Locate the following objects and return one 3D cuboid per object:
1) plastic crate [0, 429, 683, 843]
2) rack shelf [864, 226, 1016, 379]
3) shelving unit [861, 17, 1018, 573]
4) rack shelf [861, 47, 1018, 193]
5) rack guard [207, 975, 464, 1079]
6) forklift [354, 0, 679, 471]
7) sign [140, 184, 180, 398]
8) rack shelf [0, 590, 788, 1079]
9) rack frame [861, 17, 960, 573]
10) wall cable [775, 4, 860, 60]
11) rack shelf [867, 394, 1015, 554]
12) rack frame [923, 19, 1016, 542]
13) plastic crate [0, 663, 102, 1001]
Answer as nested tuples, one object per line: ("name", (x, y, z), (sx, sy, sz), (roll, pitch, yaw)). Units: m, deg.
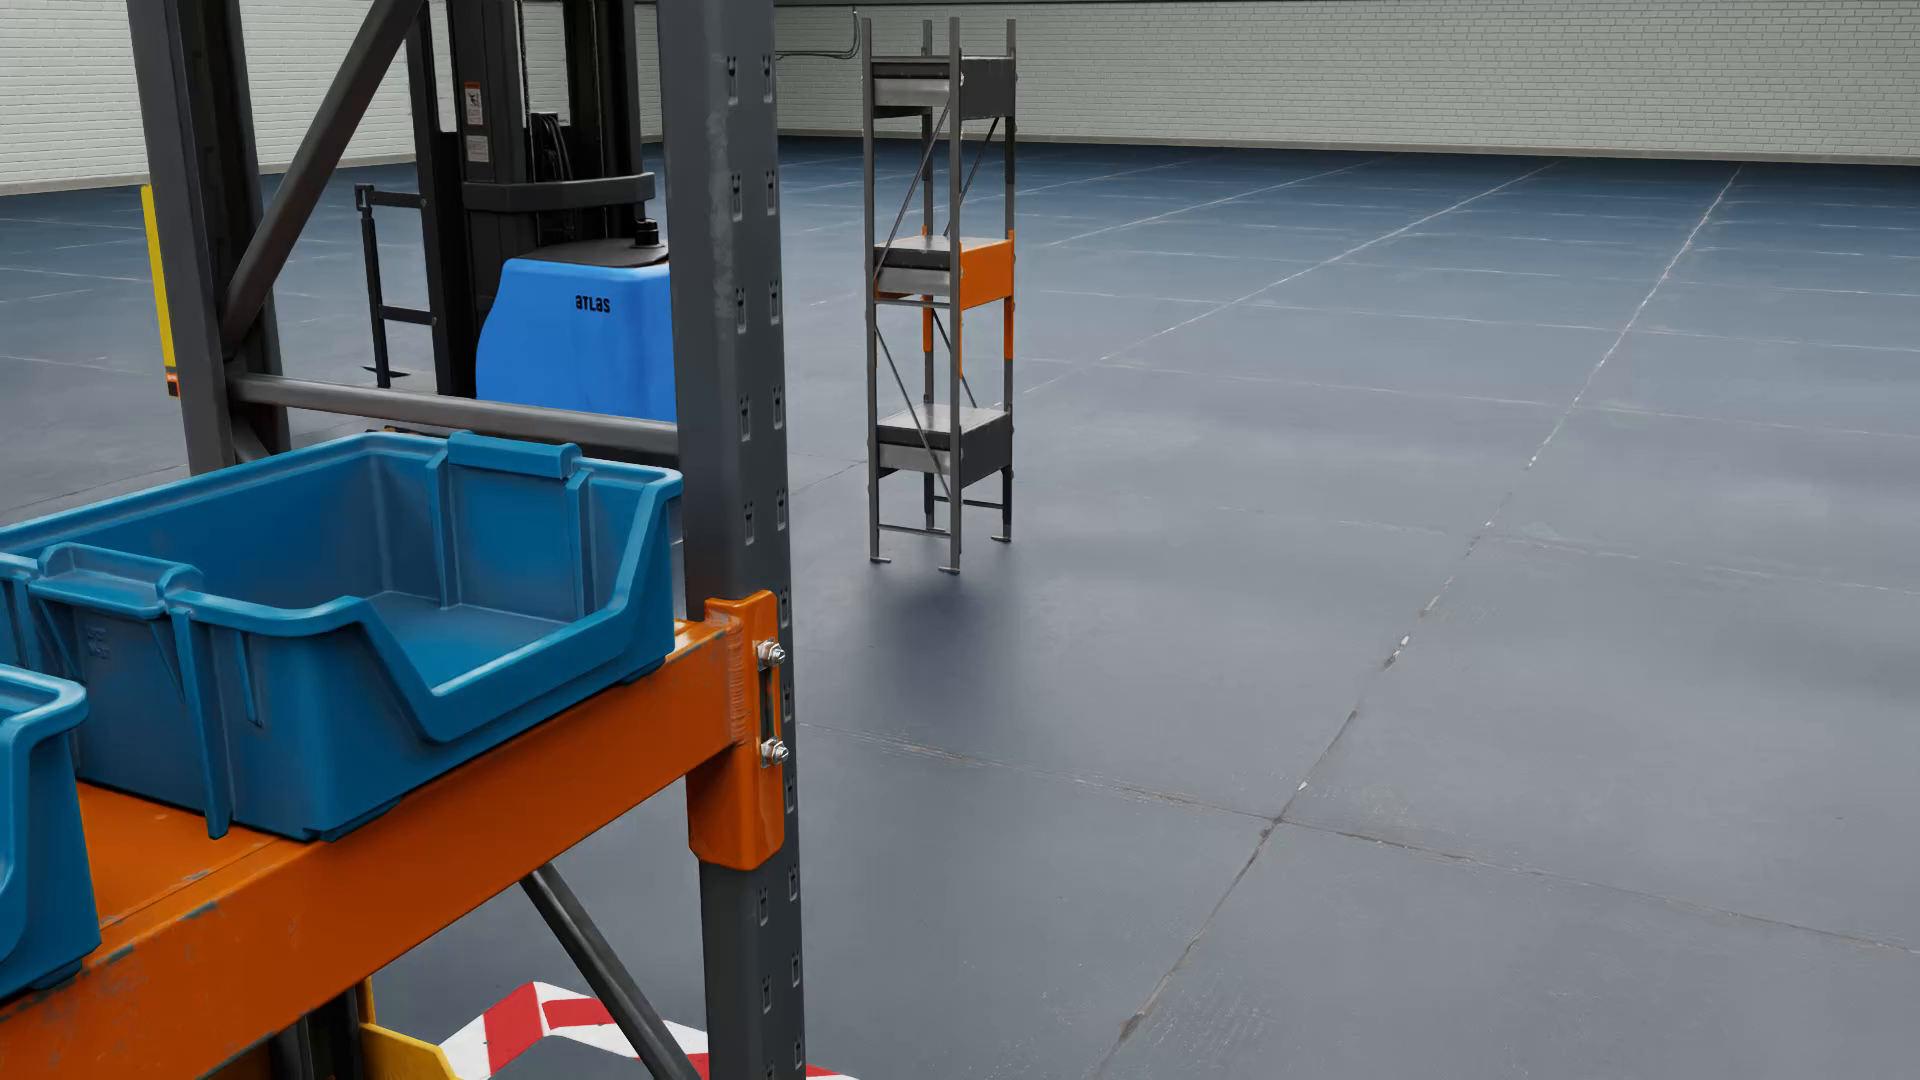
("plastic crate", (-0.654, 0.067, 1.792), (0.499, 0.251, 0.616), (8, 18, 25))
("rack shelf", (-0.074, -0.951, 6.587), (0.431, 0.518, 0.480), (8, 18, 25))
("shelving unit", (-0.074, -0.964, 6.583), (0.431, 2.100, 0.503), (8, 18, 25))
("rack shelf", (-0.074, -1.622, 6.388), (0.431, 0.518, 0.480), (8, 18, 25))
("rack guard", (-0.689, 1.054, 2.598), (1.175, 0.500, 0.348), (8, 18, 25))
("forklift", (-2.369, -1.884, 8.220), (3.031, 2.935, 1.130), (11, 20, 33))
("sign", (-1.188, -0.374, 2.528), (0.100, 0.325, 0.005), (8, 18, 25))
("rack shelf", (-1.591, 0.684, 0.715), (1.077, 0.370, 4.000), (8, 18, 25))
("rack frame", (-0.183, -0.902, 6.374), (0.400, 2.100, 0.015), (8, 18, 25))
("wall cable", (-3.649, -12.240, 37.882), (3.097, 2.526, 0.112), (8, 18, 25))
("rack shelf", (-0.074, -0.280, 6.787), (0.431, 0.518, 0.480), (8, 18, 25))
("rack frame", (0.035, -1.027, 6.793), (0.400, 2.100, 0.015), (8, 18, 25))
("plastic crate", (-0.949, 0.232, 1.237), (0.499, 0.251, 0.408), (8, 18, 25))
